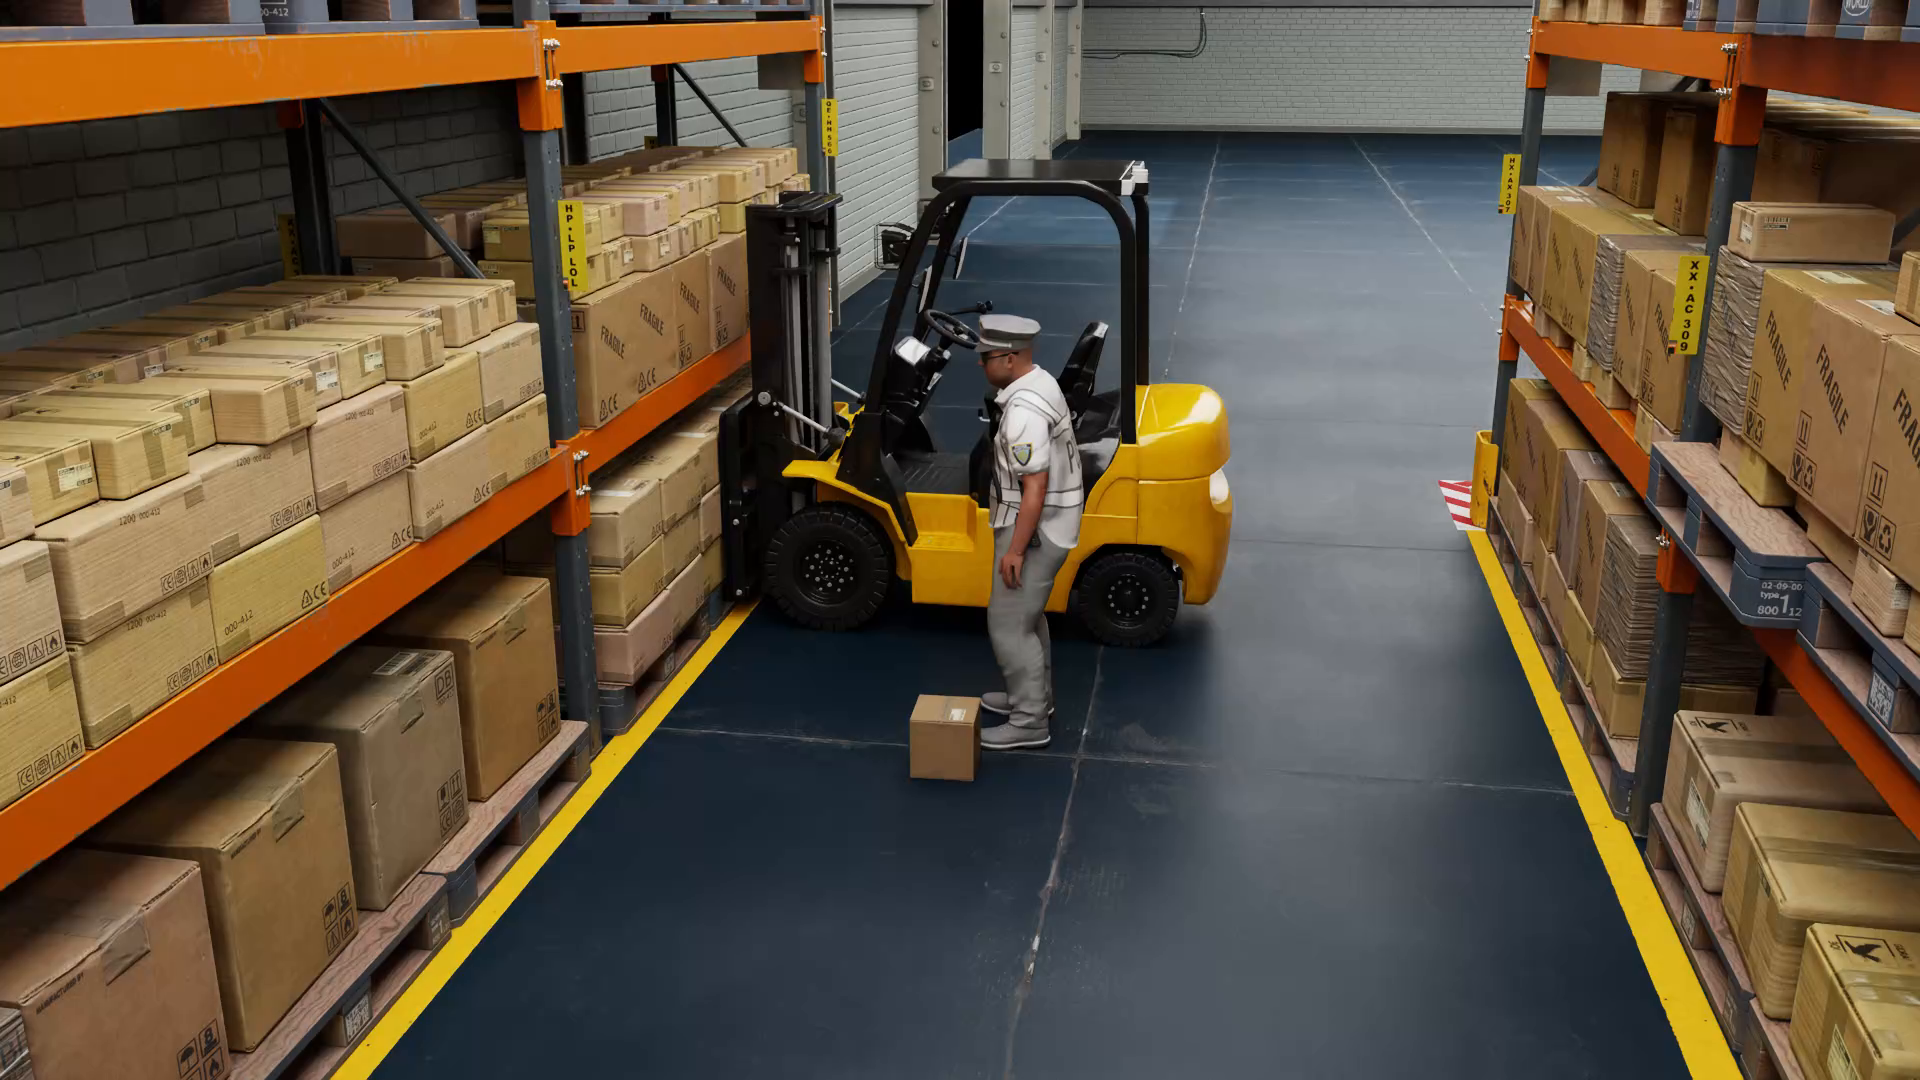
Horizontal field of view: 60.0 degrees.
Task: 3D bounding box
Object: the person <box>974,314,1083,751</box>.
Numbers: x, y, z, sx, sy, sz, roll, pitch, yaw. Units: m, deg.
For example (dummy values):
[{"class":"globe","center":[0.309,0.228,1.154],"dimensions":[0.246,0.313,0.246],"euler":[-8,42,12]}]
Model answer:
[{"class":"person","center":[0.270,-0.033,6.643],"dimensions":[0.436,1.747,0.599],"euler":[2,18,6]}]
